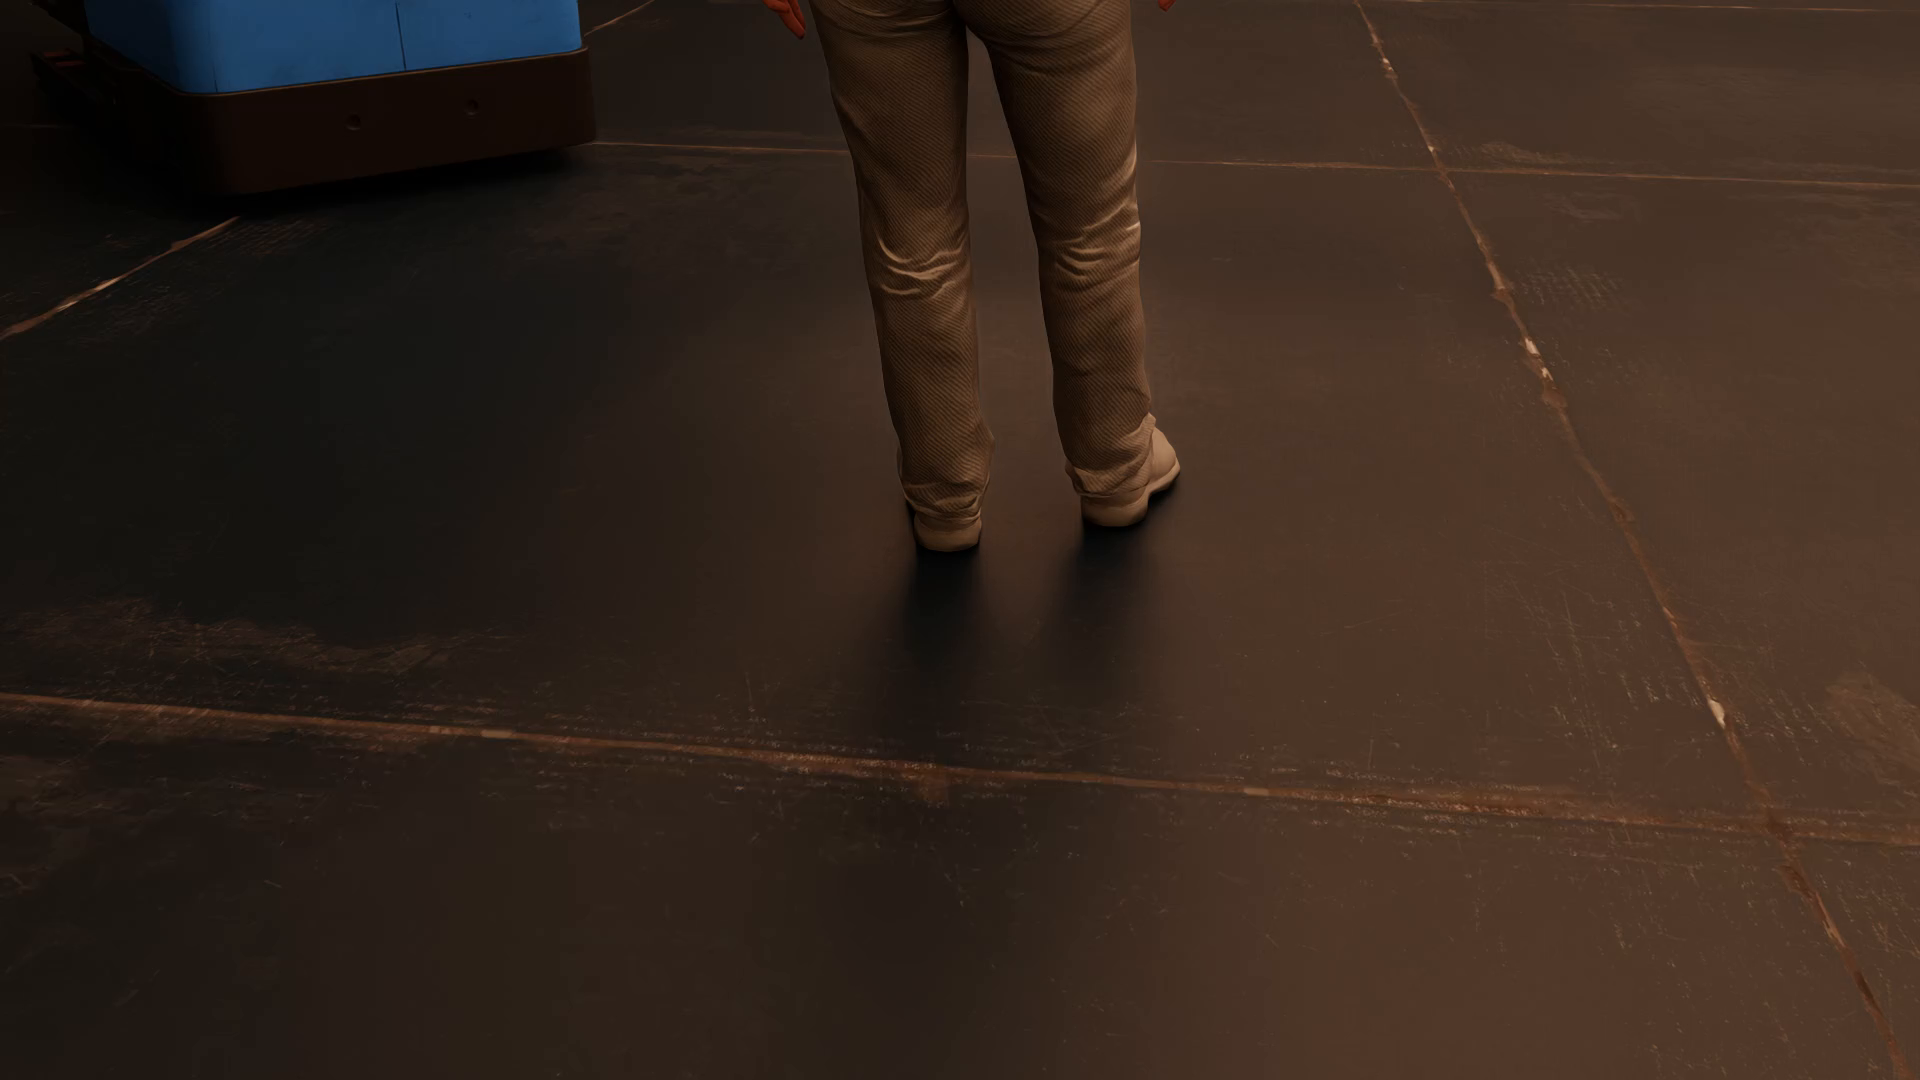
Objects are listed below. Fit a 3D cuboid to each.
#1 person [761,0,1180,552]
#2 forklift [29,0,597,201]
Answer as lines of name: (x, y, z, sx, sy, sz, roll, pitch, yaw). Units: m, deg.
person: (0.016, -0.826, 2.156, 0.633, 1.769, 0.567, 3, 27, 7)
forklift: (-2.274, -2.735, 4.699, 1.130, 2.935, 3.031, -18, 32, -32)
